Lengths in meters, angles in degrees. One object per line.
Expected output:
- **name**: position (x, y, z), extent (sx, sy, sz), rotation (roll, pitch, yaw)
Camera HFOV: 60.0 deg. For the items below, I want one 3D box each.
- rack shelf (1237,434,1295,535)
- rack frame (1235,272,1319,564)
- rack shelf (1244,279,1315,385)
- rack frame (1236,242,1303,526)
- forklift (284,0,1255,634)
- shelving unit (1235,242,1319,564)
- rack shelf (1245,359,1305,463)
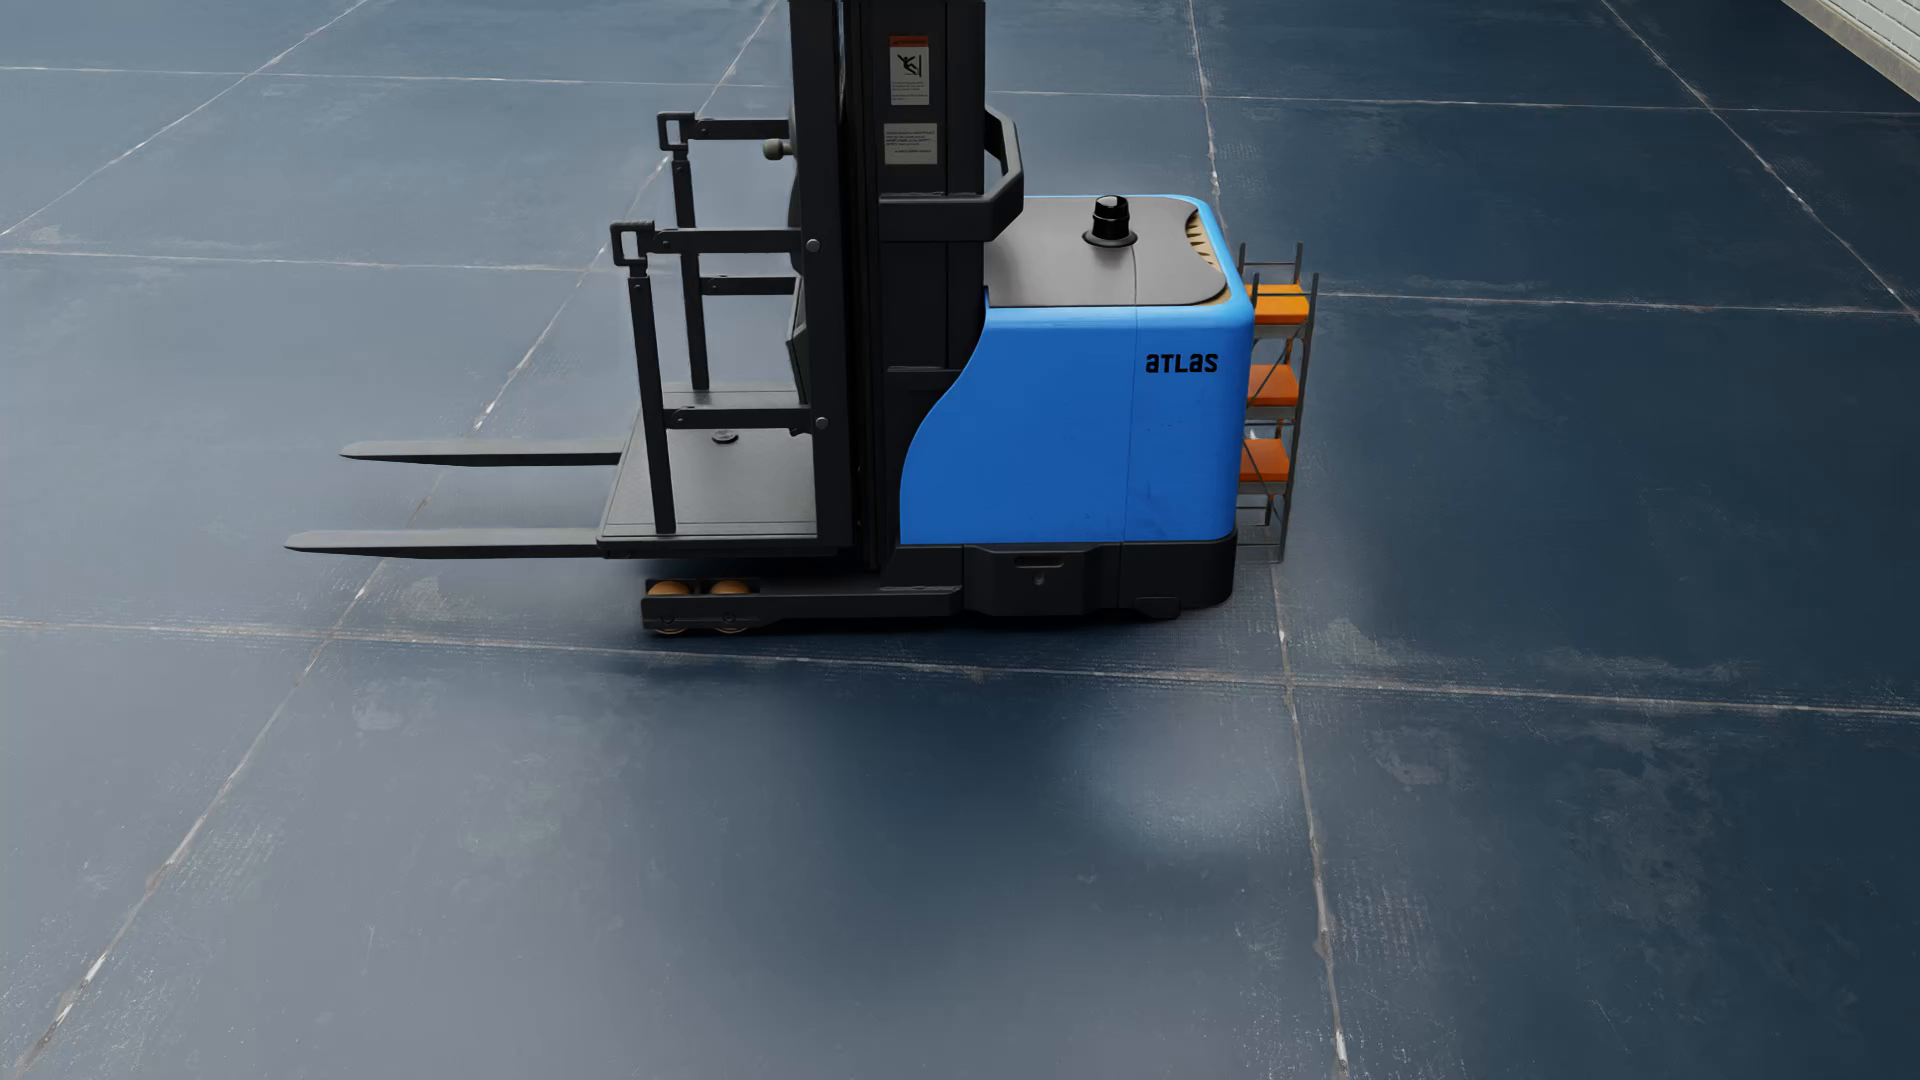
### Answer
- **rack shelf**: position (0.989, -0.187, 5.602), extent (0.215, 0.259, 0.240), rotation (0, 32, -1)
- **rack frame**: position (0.994, -0.369, 5.347), extent (0.200, 1.050, 0.008), rotation (0, 32, -1)
- **rack shelf**: position (0.992, -0.665, 5.307), extent (0.215, 0.259, 0.240), rotation (0, 32, -1)
- **rack frame**: position (0.988, -0.497, 5.554), extent (0.200, 1.050, 0.008), rotation (0, 32, -1)
- **forklift**: position (-0.650, -1.231, 4.954), extent (3.031, 2.935, 1.130), rotation (-1, 32, -1)
- **shelving unit**: position (0.991, -0.433, 5.451), extent (0.215, 1.050, 0.252), rotation (0, 32, -1)
- **rack shelf**: position (0.991, -0.424, 5.456), extent (0.215, 0.259, 0.240), rotation (0, 32, -1)
